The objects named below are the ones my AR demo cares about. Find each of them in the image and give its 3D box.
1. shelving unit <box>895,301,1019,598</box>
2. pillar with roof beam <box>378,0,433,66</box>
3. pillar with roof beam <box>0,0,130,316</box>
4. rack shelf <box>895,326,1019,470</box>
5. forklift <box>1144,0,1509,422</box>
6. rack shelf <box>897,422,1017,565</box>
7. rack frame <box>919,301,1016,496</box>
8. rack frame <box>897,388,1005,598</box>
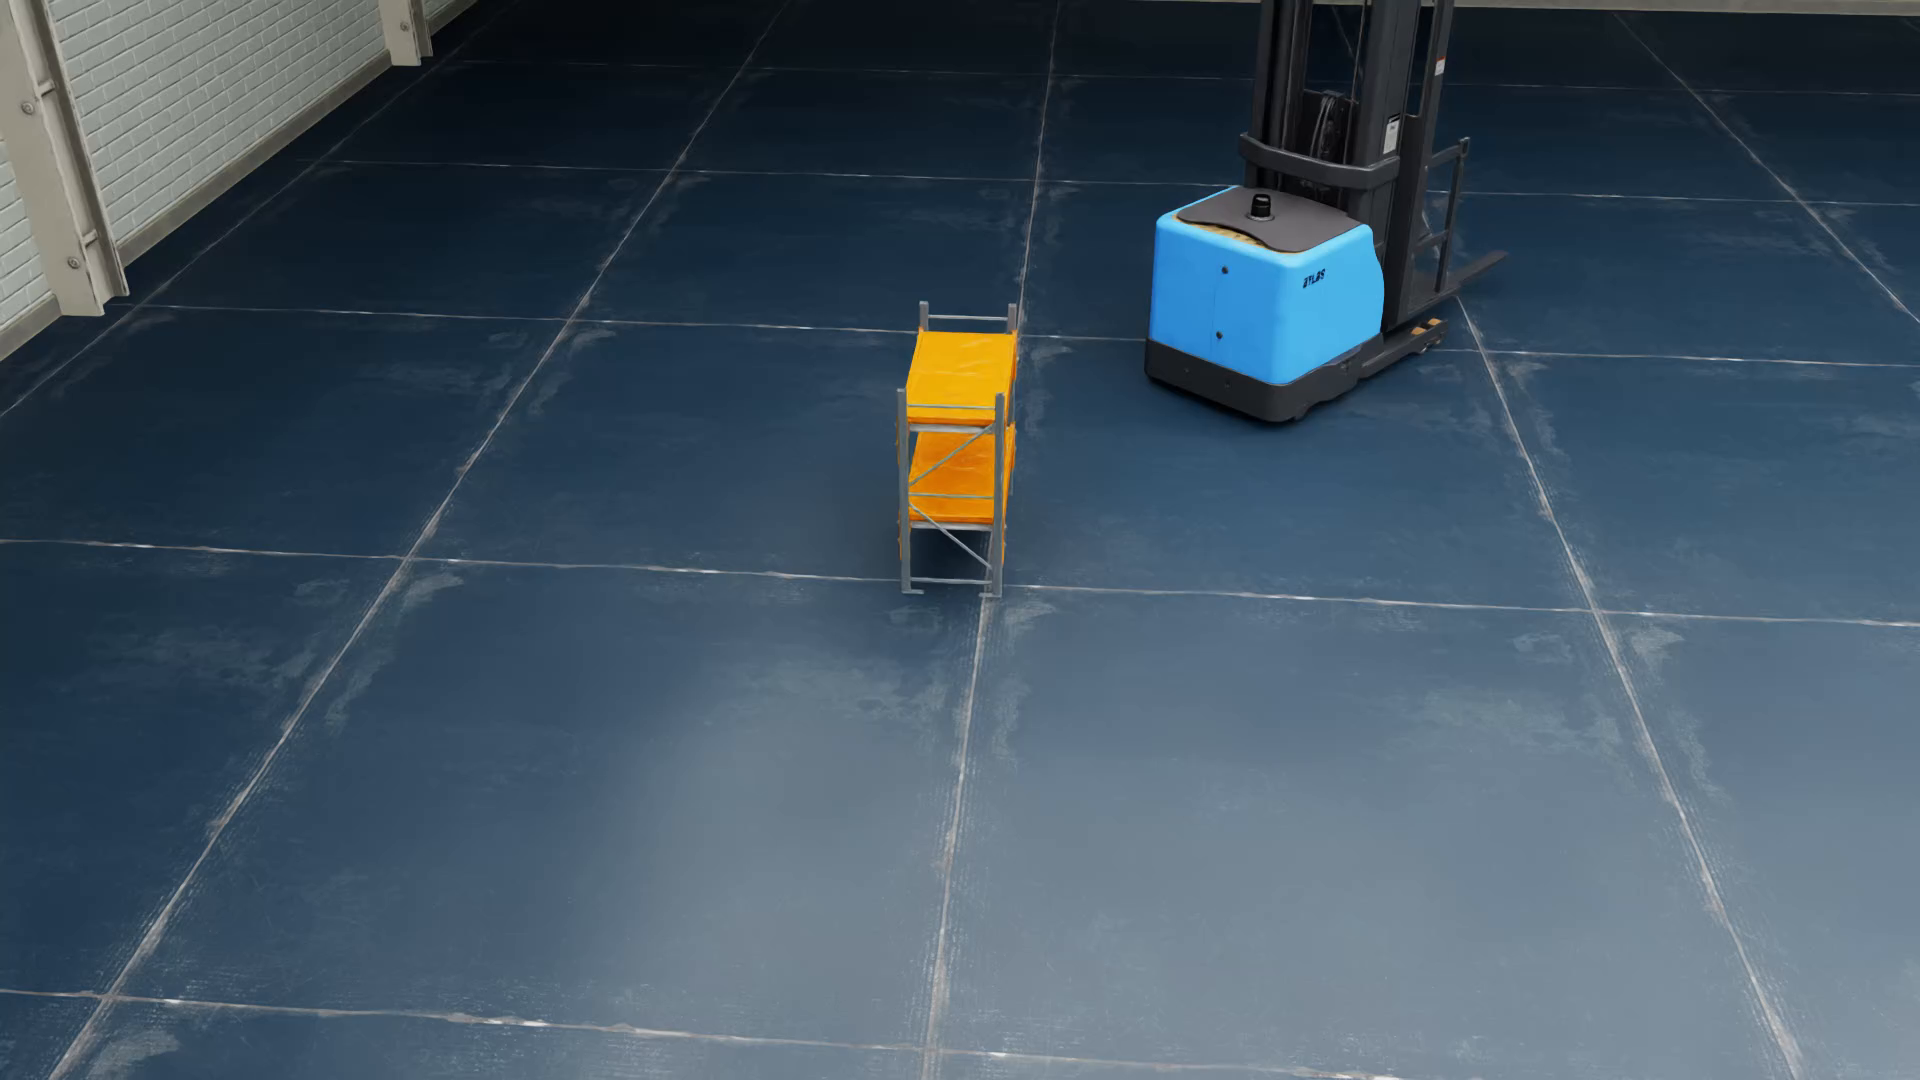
[{"bbox_3d":[-0.001,-0.475,8.449,0.538,1.125,1.048,2,32,4],"label":"shelving unit"},{"bbox_3d":[-1.141,-8.400,13.804,9.100,9.000,0.400,2,32,4],"label":"pillar with roof beam"},{"bbox_3d":[-1.630,-5.263,8.713,9.100,9.000,0.400,2,32,4],"label":"pillar with roof beam"},{"bbox_3d":[-0.001,-0.725,8.296,0.538,0.278,1.000,2,32,4],"label":"rack shelf"},{"bbox_3d":[2.529,-2.614,10.198,1.130,2.935,3.031,27,41,36],"label":"forklift"},{"bbox_3d":[-0.001,-0.267,8.577,0.538,0.278,1.000,2,32,4],"label":"rack shelf"},{"bbox_3d":[0.041,-0.741,8.880,0.500,1.125,0.032,2,32,4],"label":"rack frame"},{"bbox_3d":[-0.042,-0.210,8.018,0.500,1.125,0.032,2,32,4],"label":"rack frame"}]
